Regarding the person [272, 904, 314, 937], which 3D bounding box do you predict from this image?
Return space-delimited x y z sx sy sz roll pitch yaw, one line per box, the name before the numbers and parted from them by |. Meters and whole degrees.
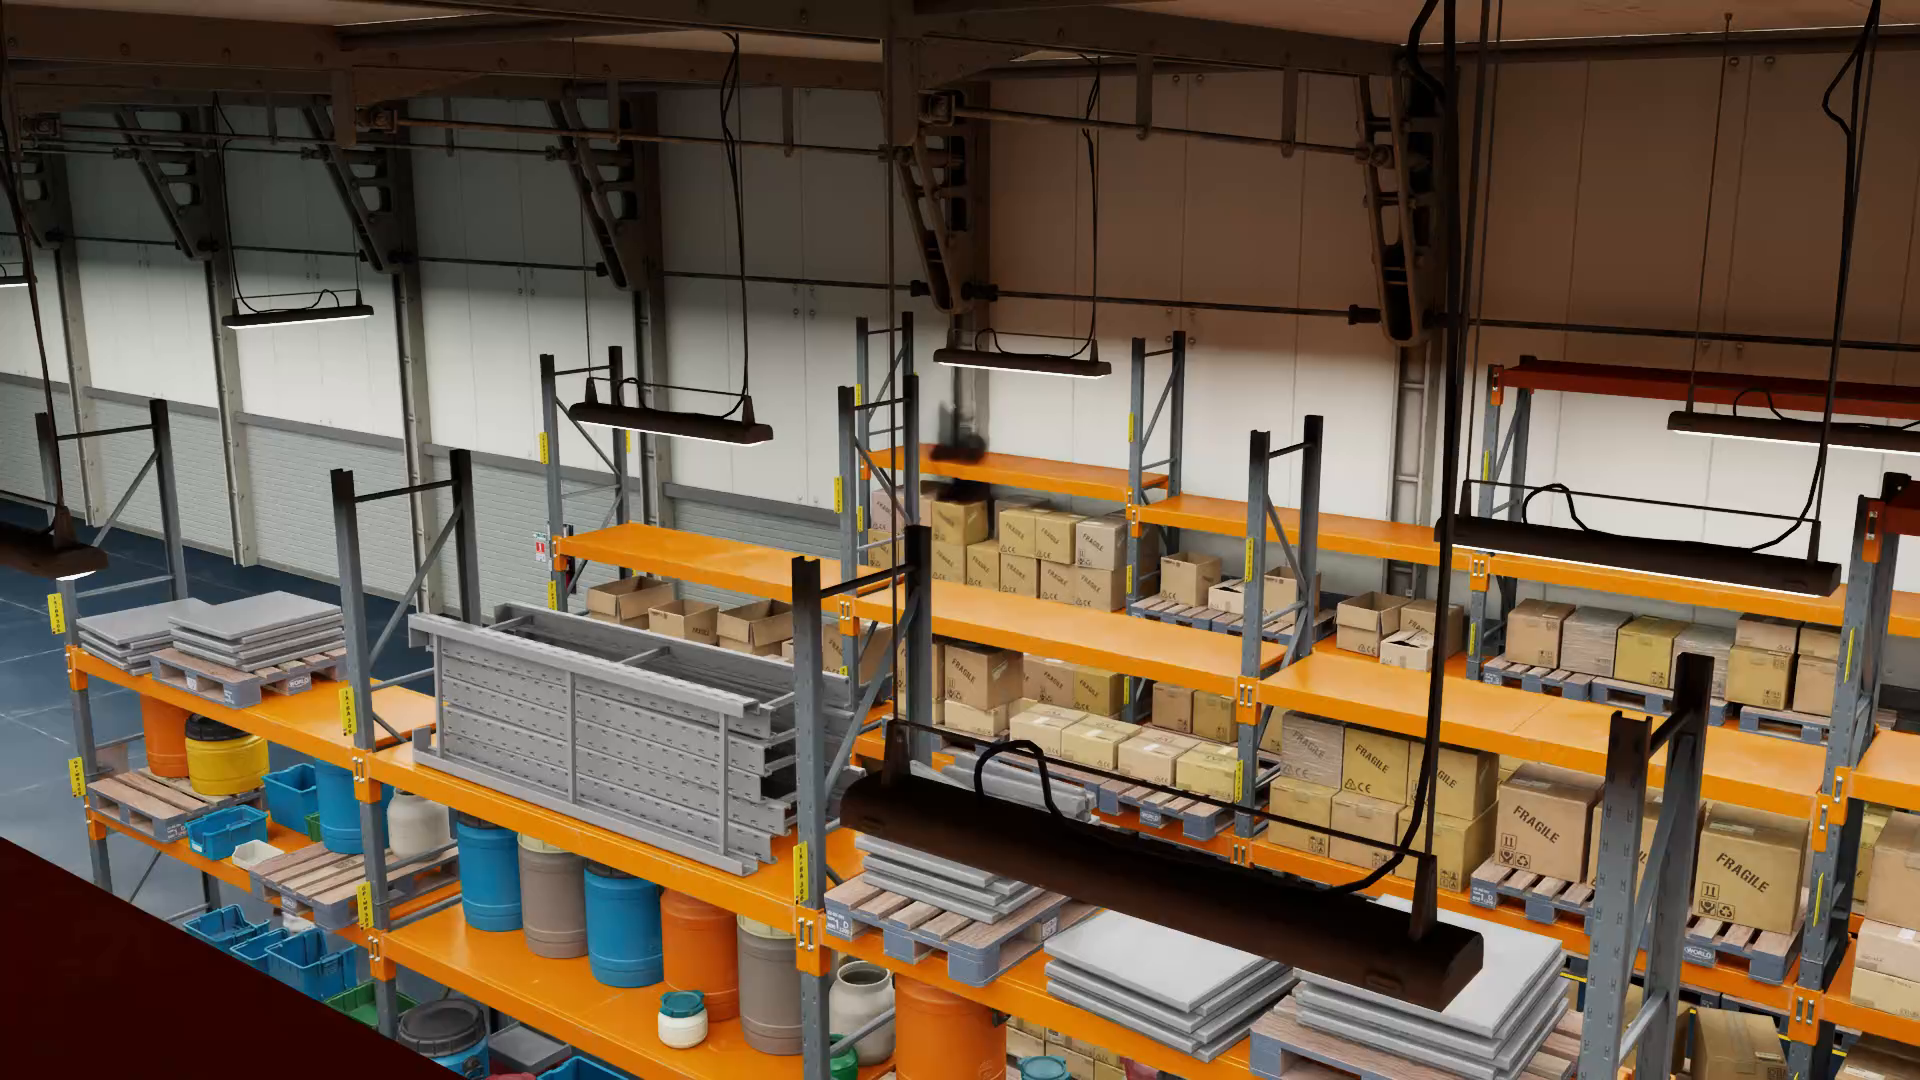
person | -6.126 3.560 15.607 0.723 1.666 0.667 4 14 18
